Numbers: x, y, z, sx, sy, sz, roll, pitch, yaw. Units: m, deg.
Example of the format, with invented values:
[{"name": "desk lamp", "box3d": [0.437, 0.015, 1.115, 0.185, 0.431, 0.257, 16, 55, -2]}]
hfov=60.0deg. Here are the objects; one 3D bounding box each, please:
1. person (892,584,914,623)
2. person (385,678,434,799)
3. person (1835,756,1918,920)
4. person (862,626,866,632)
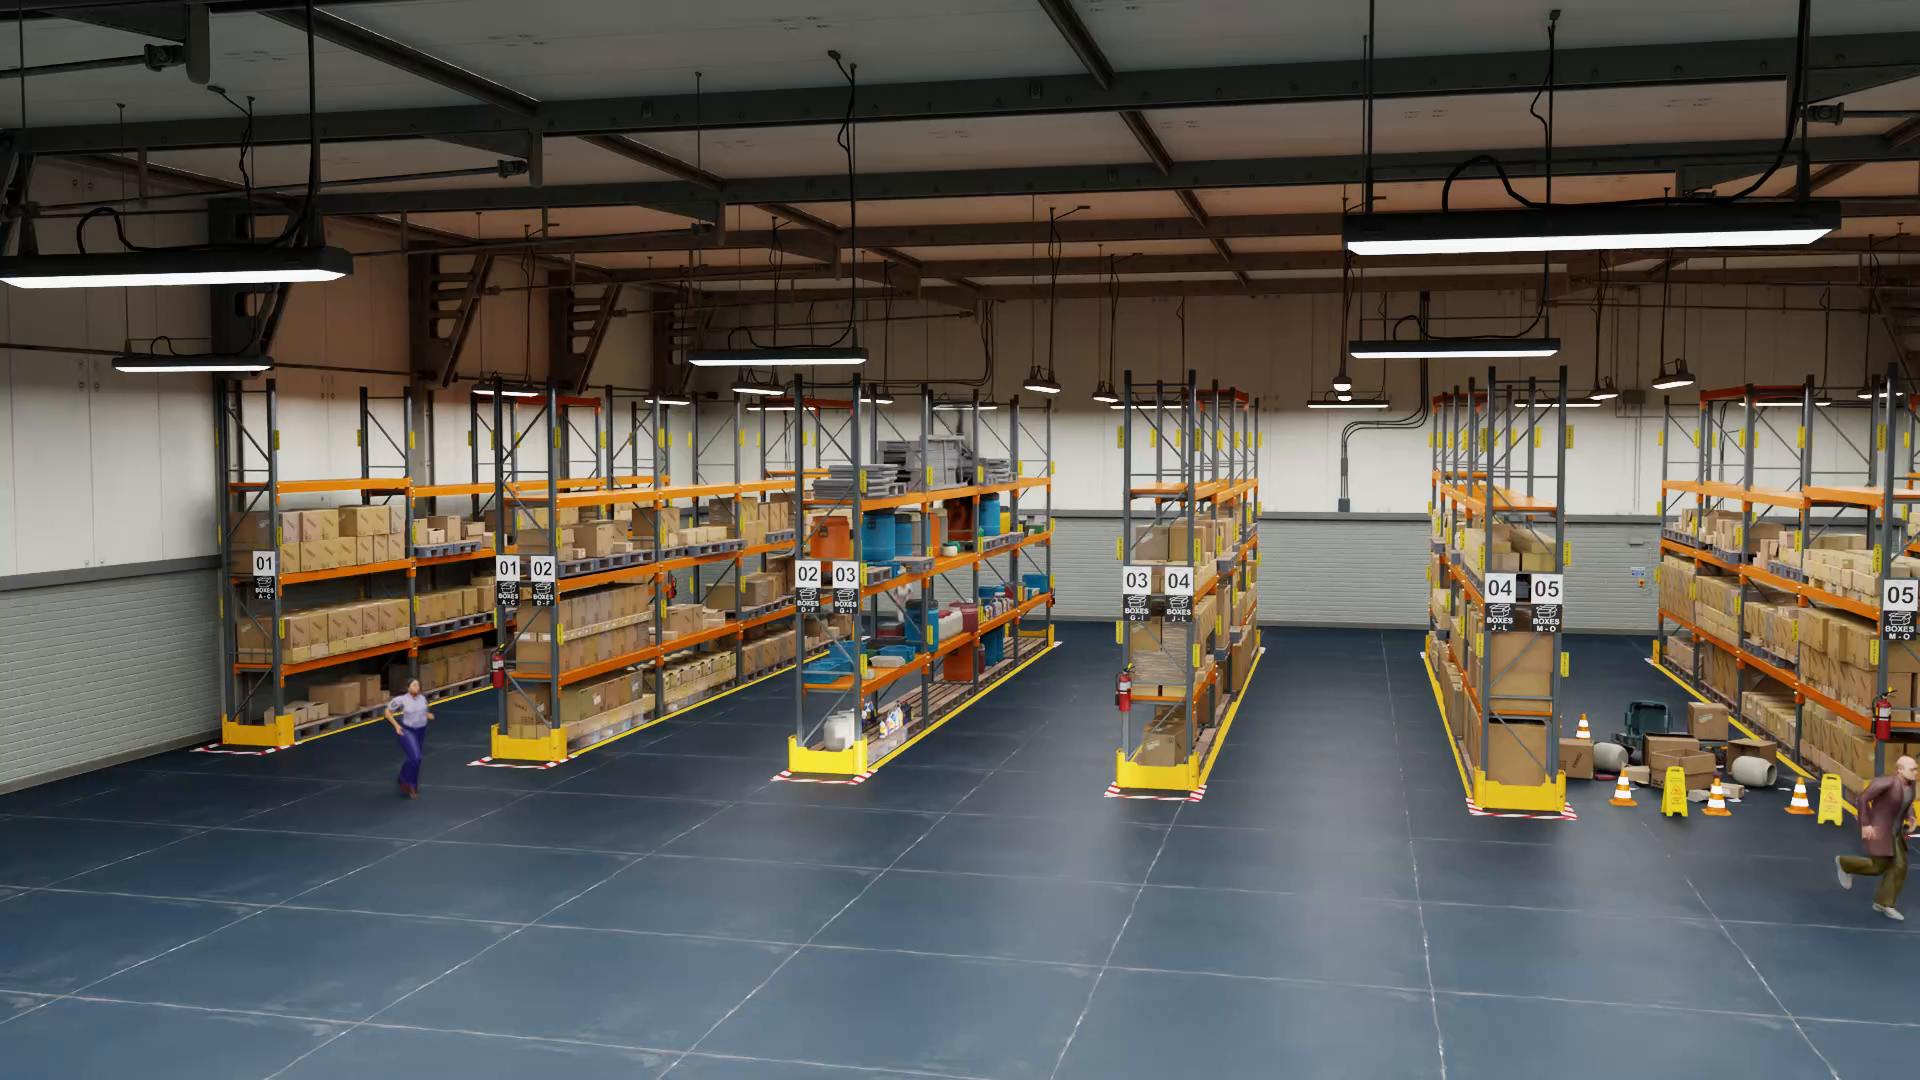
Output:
[{"name": "person", "box3d": [-1.433, 1.693, 41.929, 0.535, 1.616, 0.726, 0, 3, 1]}, {"name": "person", "box3d": [-7.719, 2.798, 23.430, 0.746, 1.692, 0.584, 2, 4, 30]}, {"name": "person", "box3d": [9.763, 3.107, 17.710, 0.711, 1.726, 0.883, -2, 4, -28]}, {"name": "person", "box3d": [-2.781, 1.561, 43.734, 0.628, 1.668, 0.948, -3, 4, -38]}]
